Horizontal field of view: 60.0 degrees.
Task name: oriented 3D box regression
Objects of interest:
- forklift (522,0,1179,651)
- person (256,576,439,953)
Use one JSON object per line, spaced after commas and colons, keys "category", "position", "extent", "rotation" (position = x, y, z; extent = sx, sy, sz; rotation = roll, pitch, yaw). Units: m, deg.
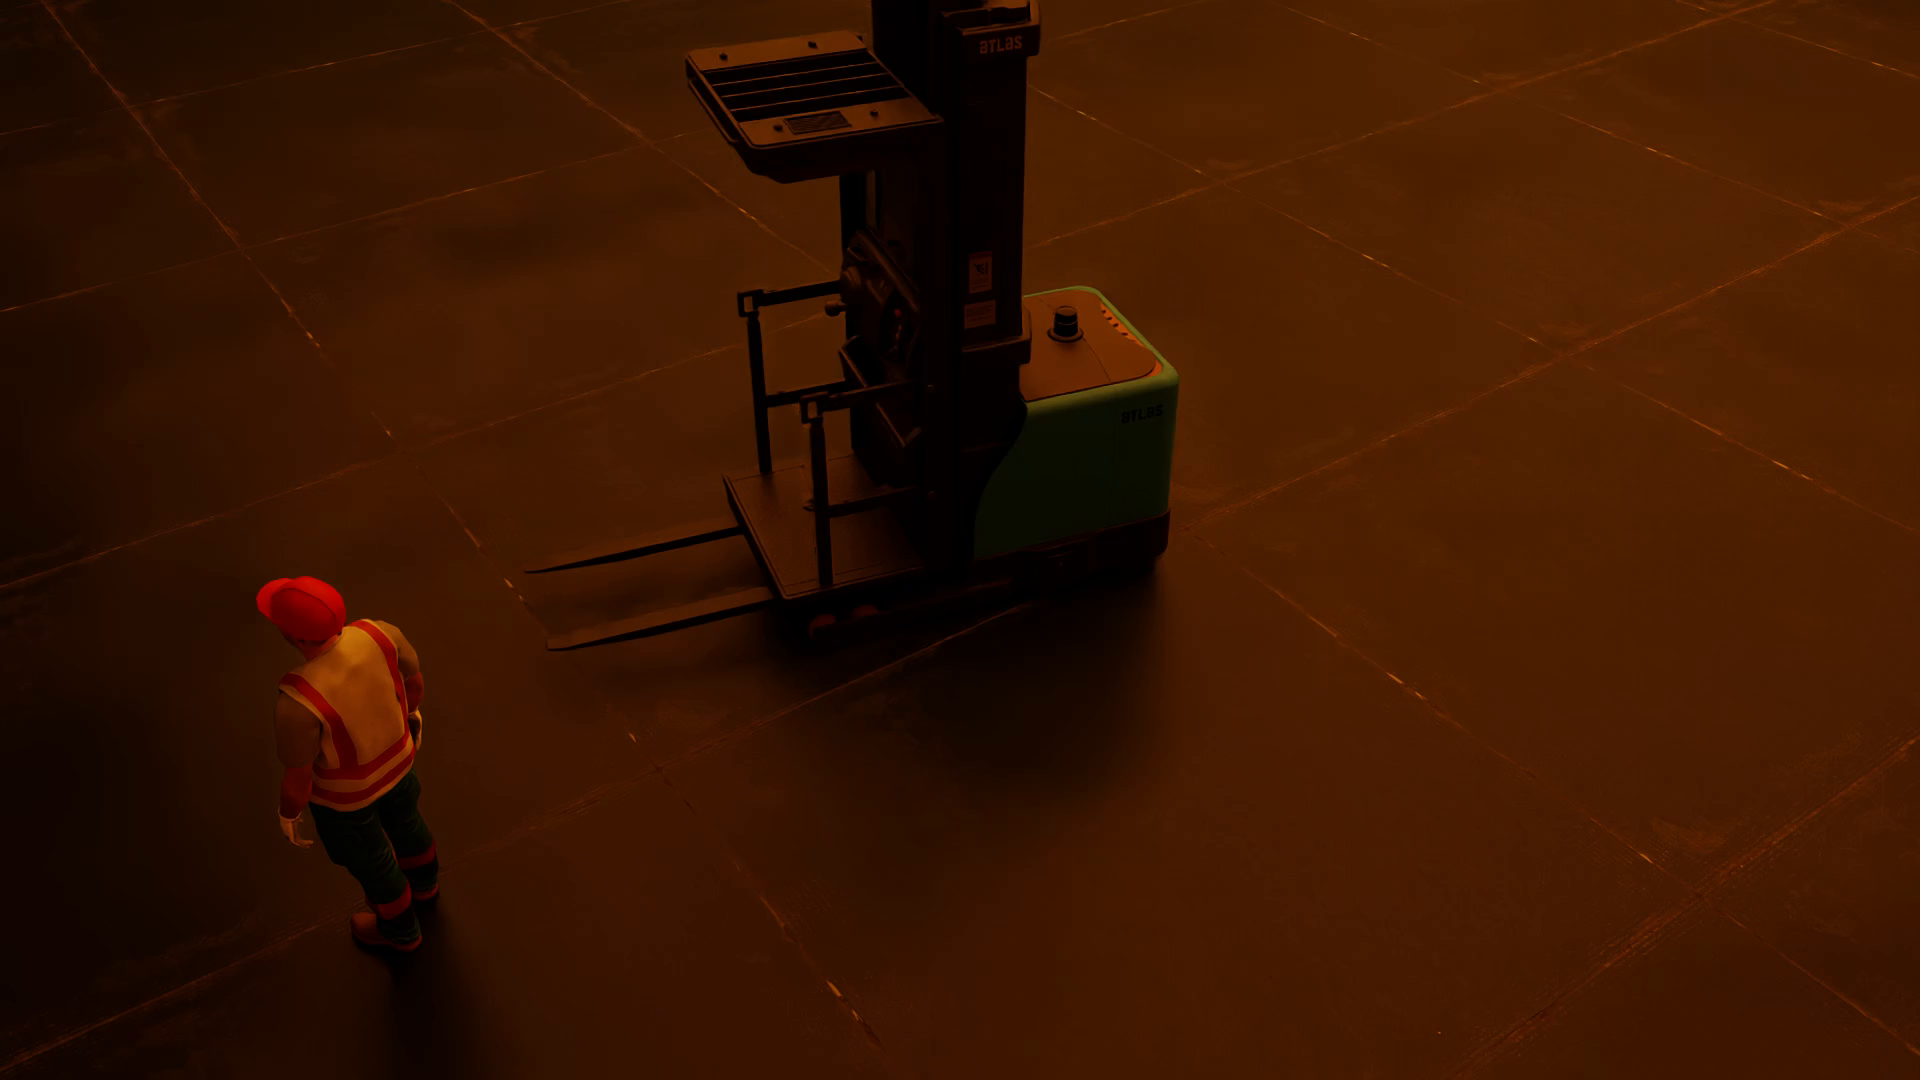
{"category": "forklift", "position": [-0.542, -1.025, 7.330], "extent": [3.031, 2.935, 1.130], "rotation": [-13, 38, -17]}
{"category": "person", "position": [-2.165, 0.783, 5.834], "extent": [0.565, 1.787, 0.639], "rotation": [19, 40, 23]}
